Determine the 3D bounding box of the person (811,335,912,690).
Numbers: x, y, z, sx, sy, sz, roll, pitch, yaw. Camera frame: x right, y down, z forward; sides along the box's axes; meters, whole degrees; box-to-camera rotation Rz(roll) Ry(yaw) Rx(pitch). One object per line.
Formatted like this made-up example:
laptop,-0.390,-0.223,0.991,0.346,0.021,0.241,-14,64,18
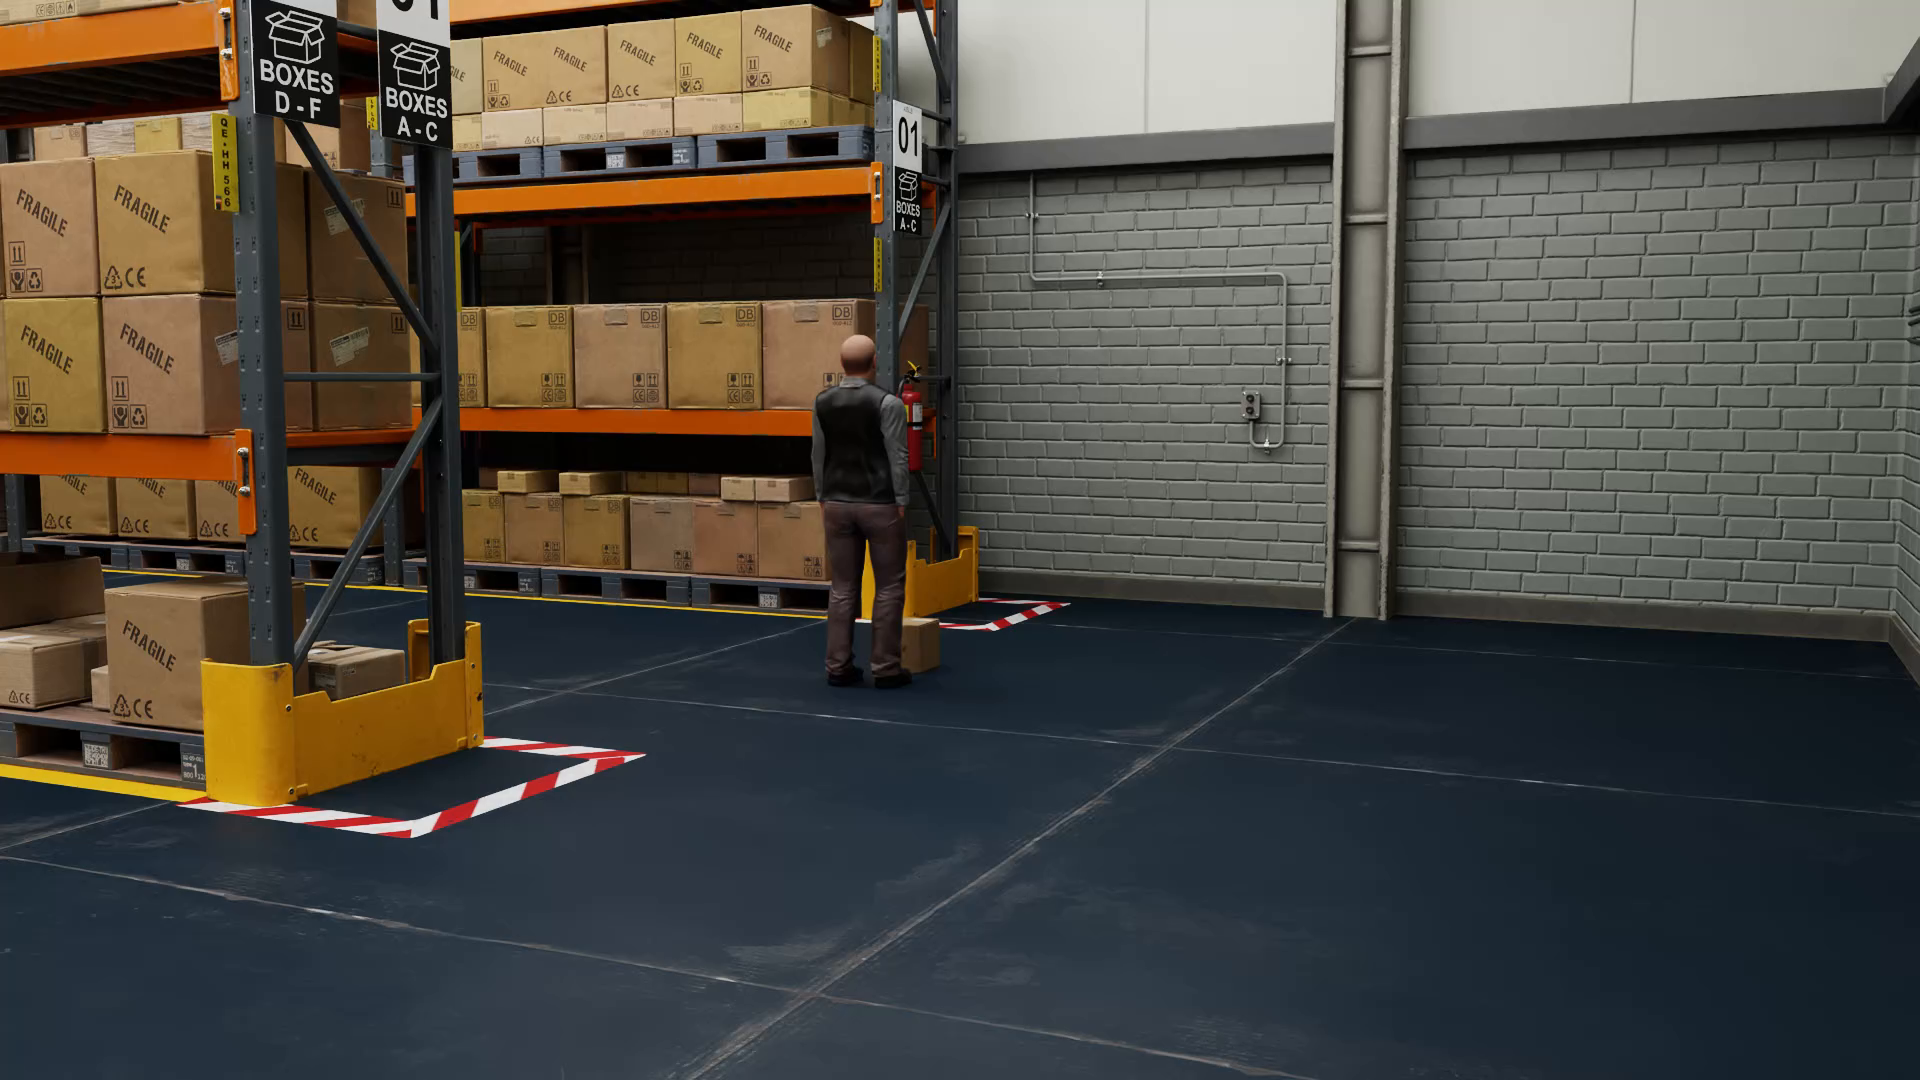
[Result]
person,-0.477,-0.142,8.165,0.531,1.713,0.359,3,6,25
